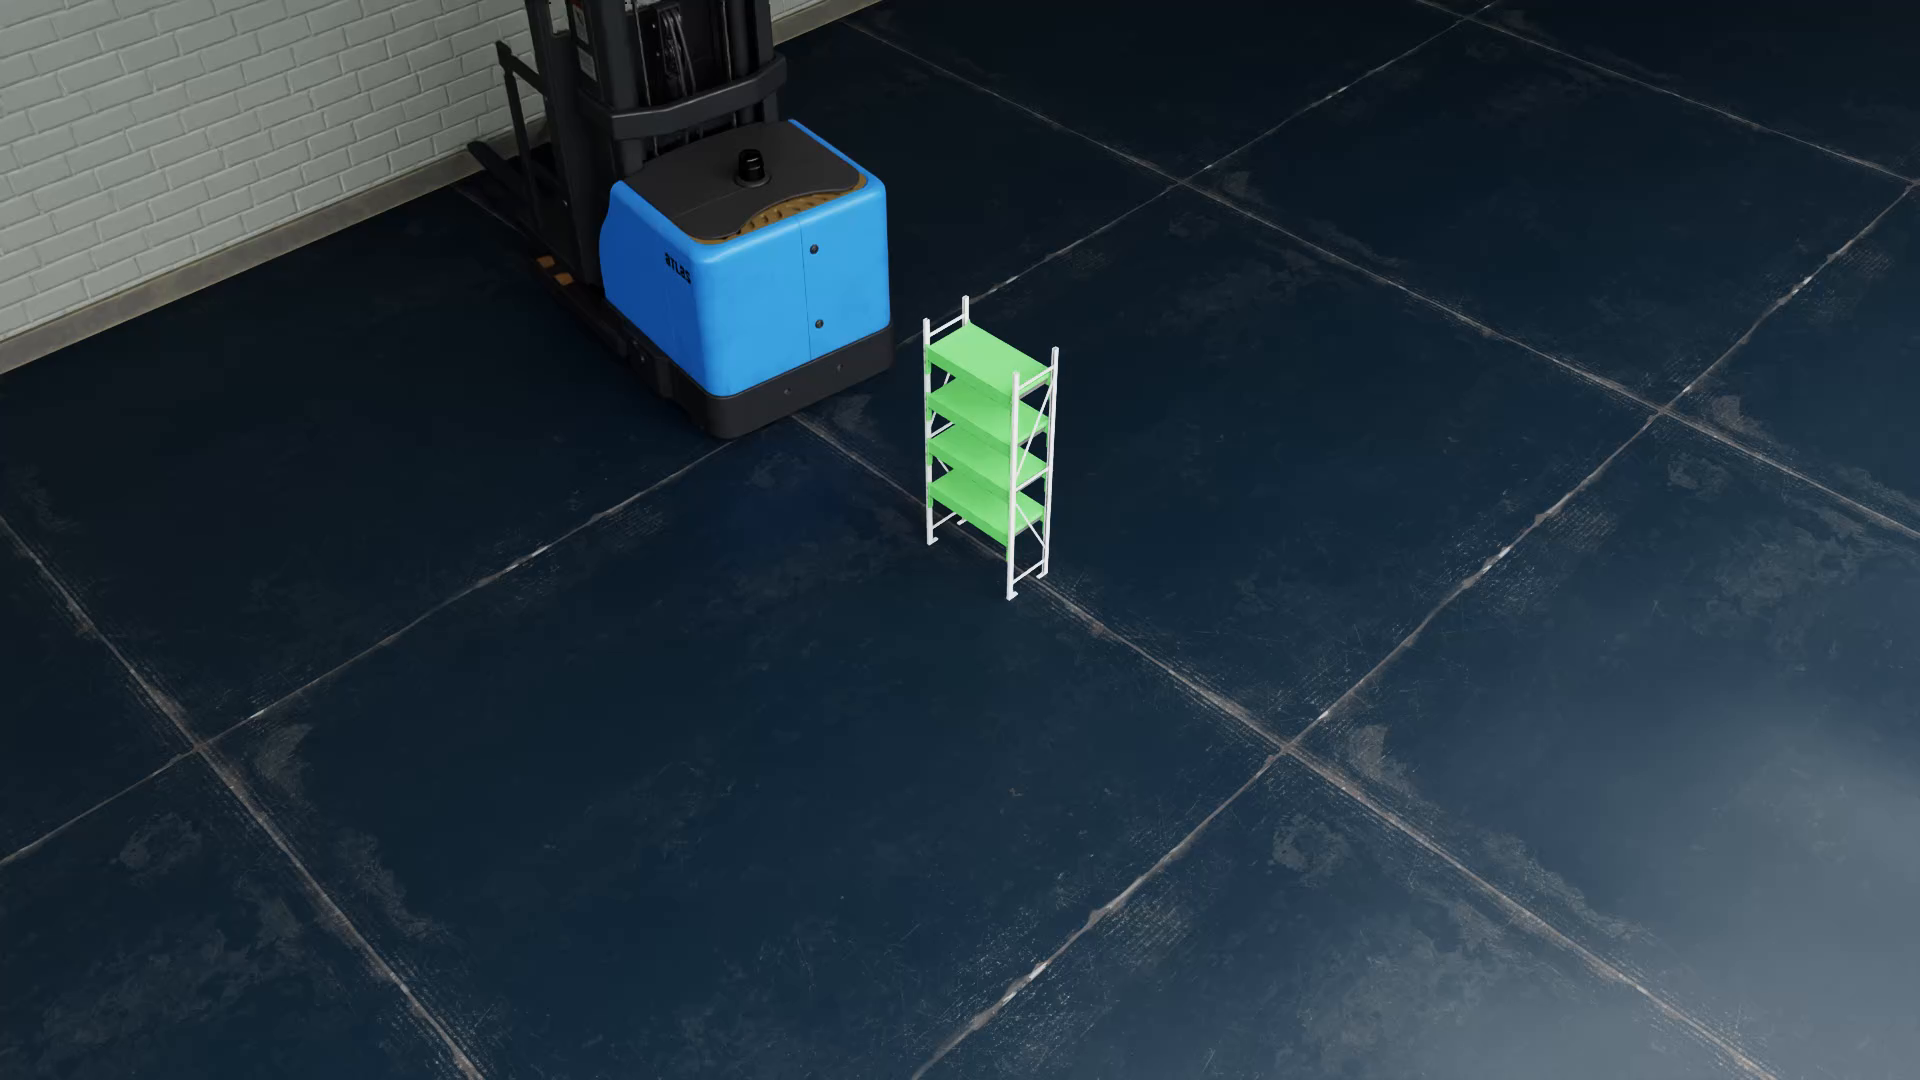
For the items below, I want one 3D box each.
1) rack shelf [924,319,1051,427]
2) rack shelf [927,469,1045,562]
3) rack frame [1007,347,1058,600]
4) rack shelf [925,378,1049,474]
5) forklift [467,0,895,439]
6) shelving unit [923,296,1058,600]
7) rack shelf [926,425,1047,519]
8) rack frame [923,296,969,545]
[{"bbox_3d":[0.117,-0.667,6.592,0.258,0.148,0.480,-34,53,-31],"label":"rack shelf"},{"bbox_3d":[0.117,-0.138,7.080,0.258,0.148,0.480,-34,53,-31],"label":"rack shelf"},{"bbox_3d":[0.289,-0.244,6.747,0.240,1.200,0.015,-34,53,-31],"label":"rack frame"},{"bbox_3d":[0.117,-0.490,6.755,0.258,0.148,0.480,-34,53,-31],"label":"rack shelf"},{"bbox_3d":[-1.620,-2.497,7.910,1.130,2.935,3.031,-28,49,-27],"label":"forklift"},{"bbox_3d":[0.117,-0.361,6.874,0.258,1.200,0.503,-34,53,-31],"label":"shelving unit"},{"bbox_3d":[0.117,-0.314,6.917,0.258,0.148,0.480,-34,53,-31],"label":"rack shelf"},{"bbox_3d":[-0.055,-0.478,7.001,0.240,1.200,0.015,-34,53,-31],"label":"rack frame"}]
